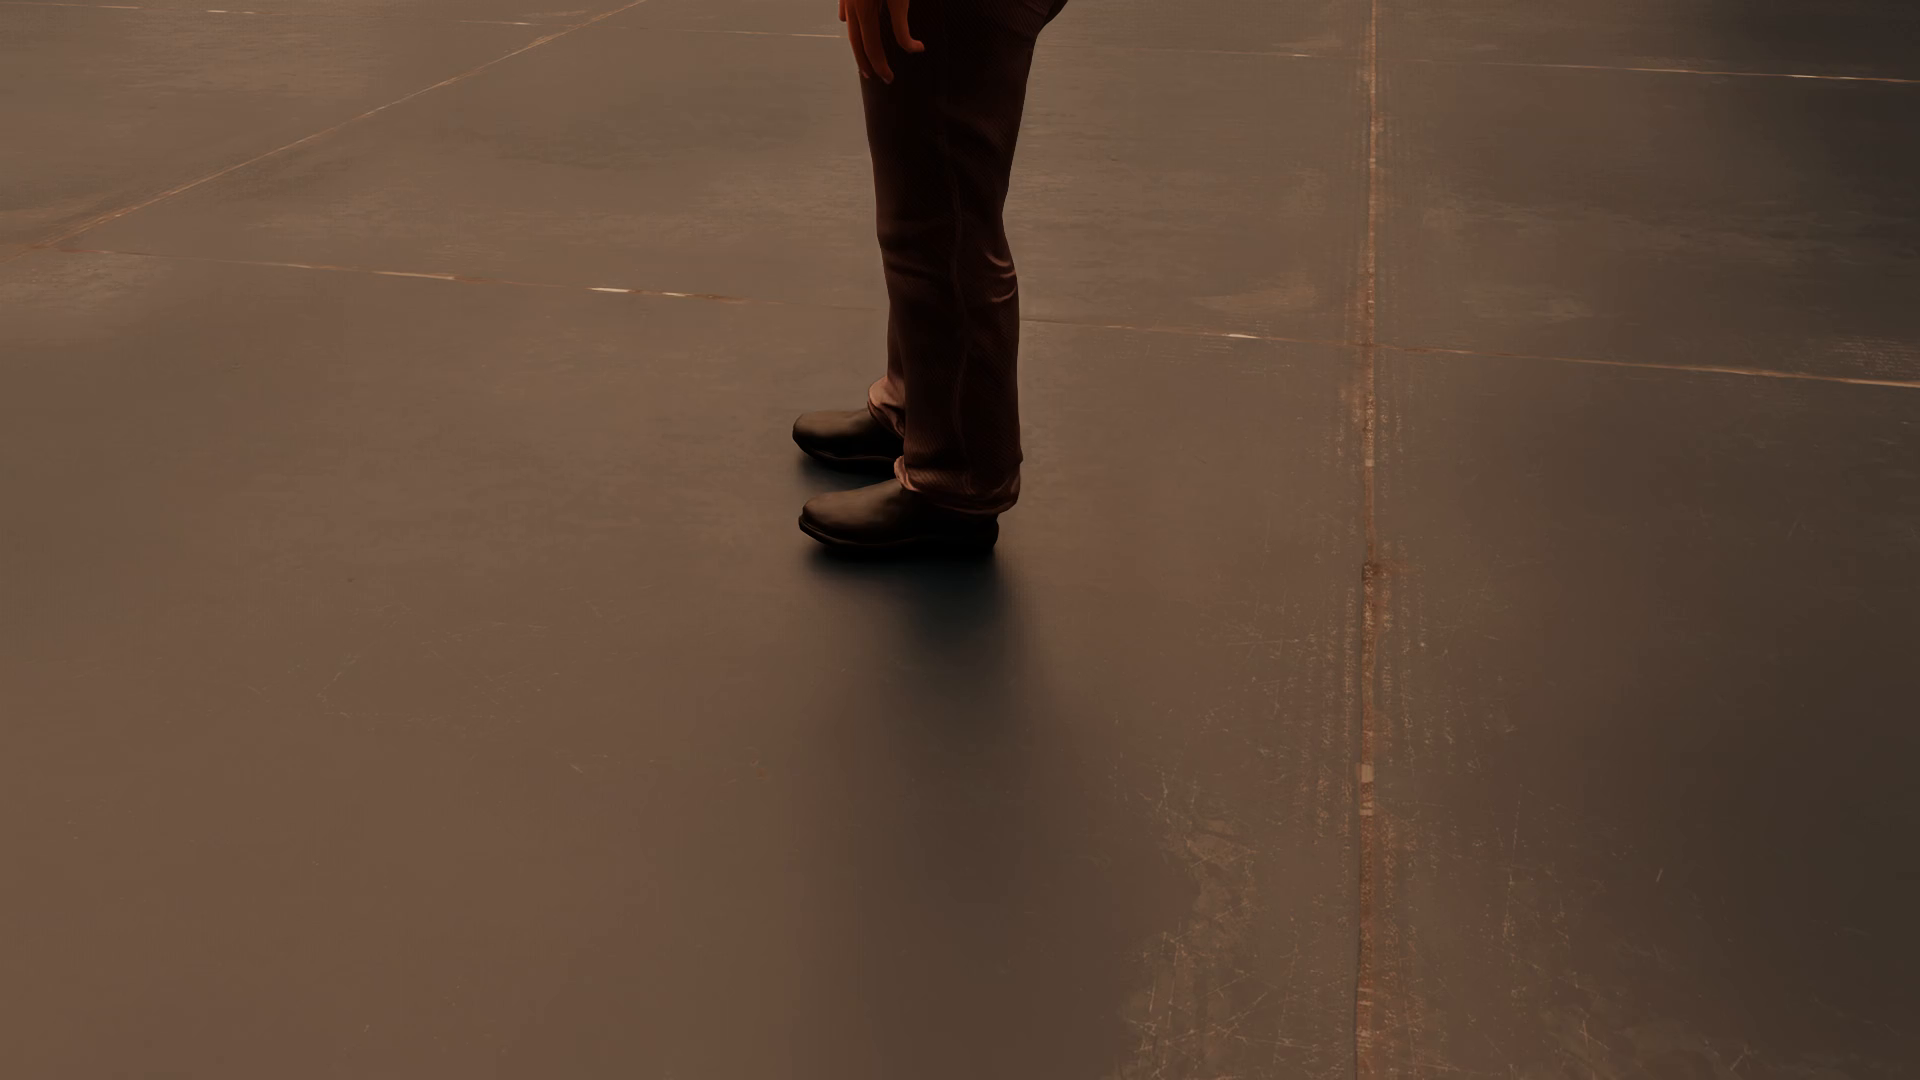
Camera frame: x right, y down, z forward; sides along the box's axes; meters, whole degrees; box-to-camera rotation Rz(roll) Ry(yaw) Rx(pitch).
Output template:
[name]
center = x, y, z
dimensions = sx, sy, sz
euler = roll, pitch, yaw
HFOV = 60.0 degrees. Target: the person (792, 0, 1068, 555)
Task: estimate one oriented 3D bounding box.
[person]
center = -0.060, -0.750, 2.146
dimensions = 0.566, 1.641, 0.632
euler = 6, 27, 11
